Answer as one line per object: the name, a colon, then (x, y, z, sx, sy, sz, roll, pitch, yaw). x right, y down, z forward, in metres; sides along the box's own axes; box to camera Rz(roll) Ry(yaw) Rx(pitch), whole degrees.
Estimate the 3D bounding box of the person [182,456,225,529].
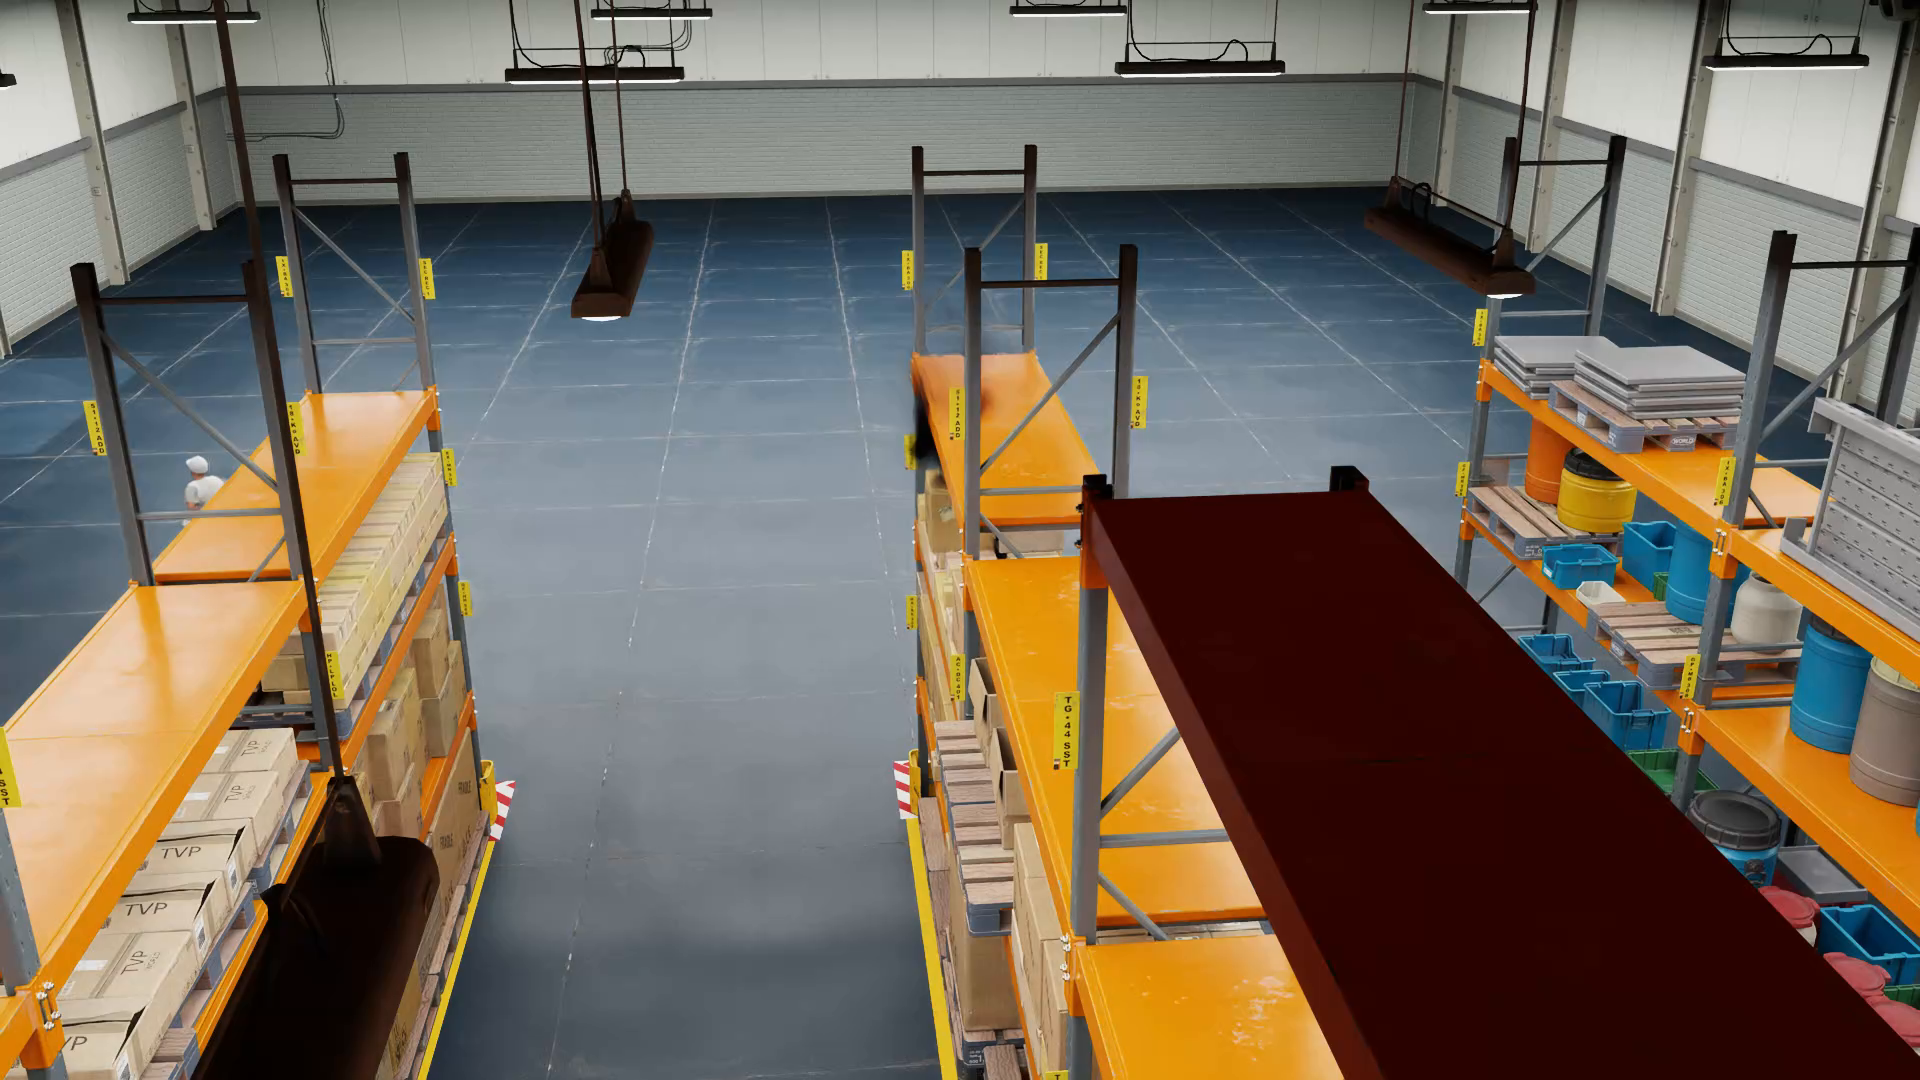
person: (-8.807, -0.133, 19.493, 0.987, 1.786, 0.656, 15, 26, 33)
